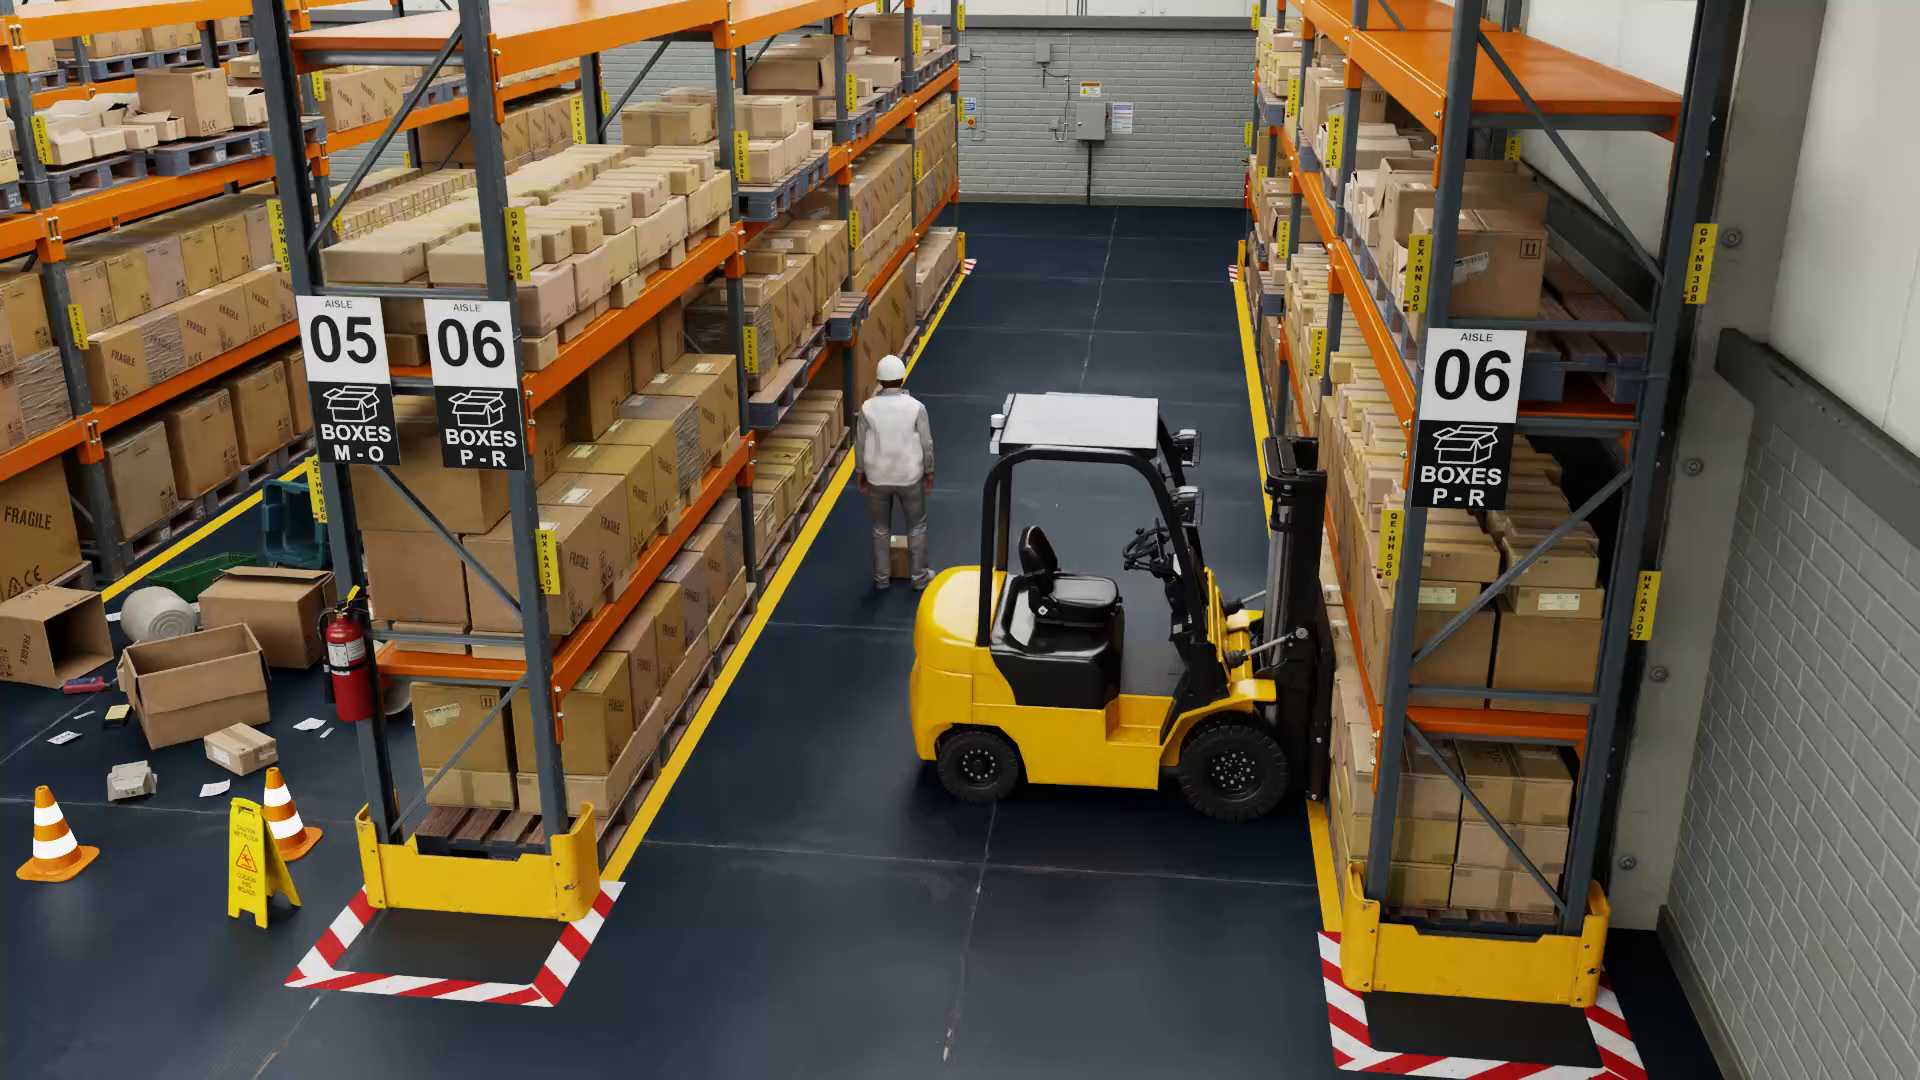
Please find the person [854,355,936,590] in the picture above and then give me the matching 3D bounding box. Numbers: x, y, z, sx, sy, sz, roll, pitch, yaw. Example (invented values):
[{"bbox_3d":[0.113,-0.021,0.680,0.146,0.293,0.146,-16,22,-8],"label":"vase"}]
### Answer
[{"bbox_3d":[-0.481,-0.489,12.317,0.595,1.772,0.460,1,21,3],"label":"person"}]
